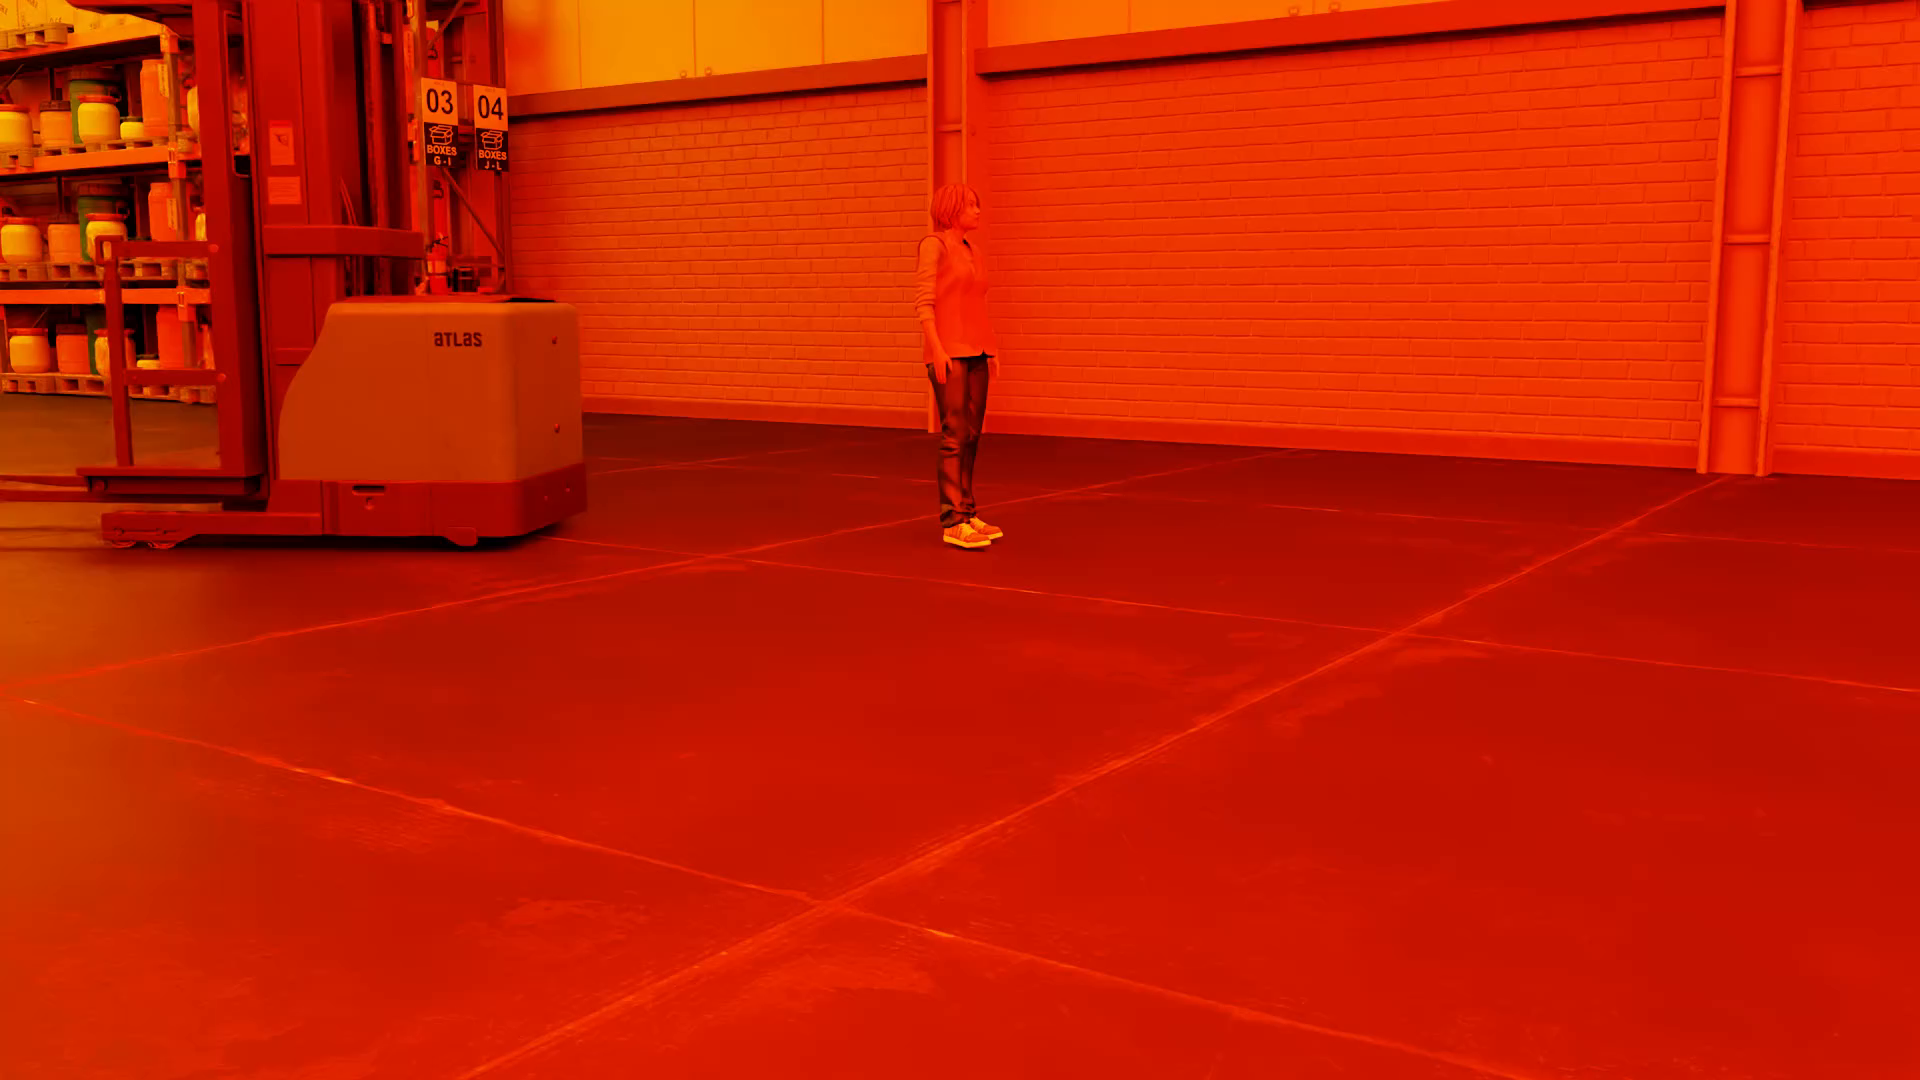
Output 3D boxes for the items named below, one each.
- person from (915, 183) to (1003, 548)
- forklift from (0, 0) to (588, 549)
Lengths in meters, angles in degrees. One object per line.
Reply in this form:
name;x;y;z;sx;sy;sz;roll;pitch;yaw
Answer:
person;0.054;-0.791;7.437;0.473;1.599;0.520;5;10;34
forklift;-3.367;-1.485;7.636;3.031;2.935;1.130;1;8;5
